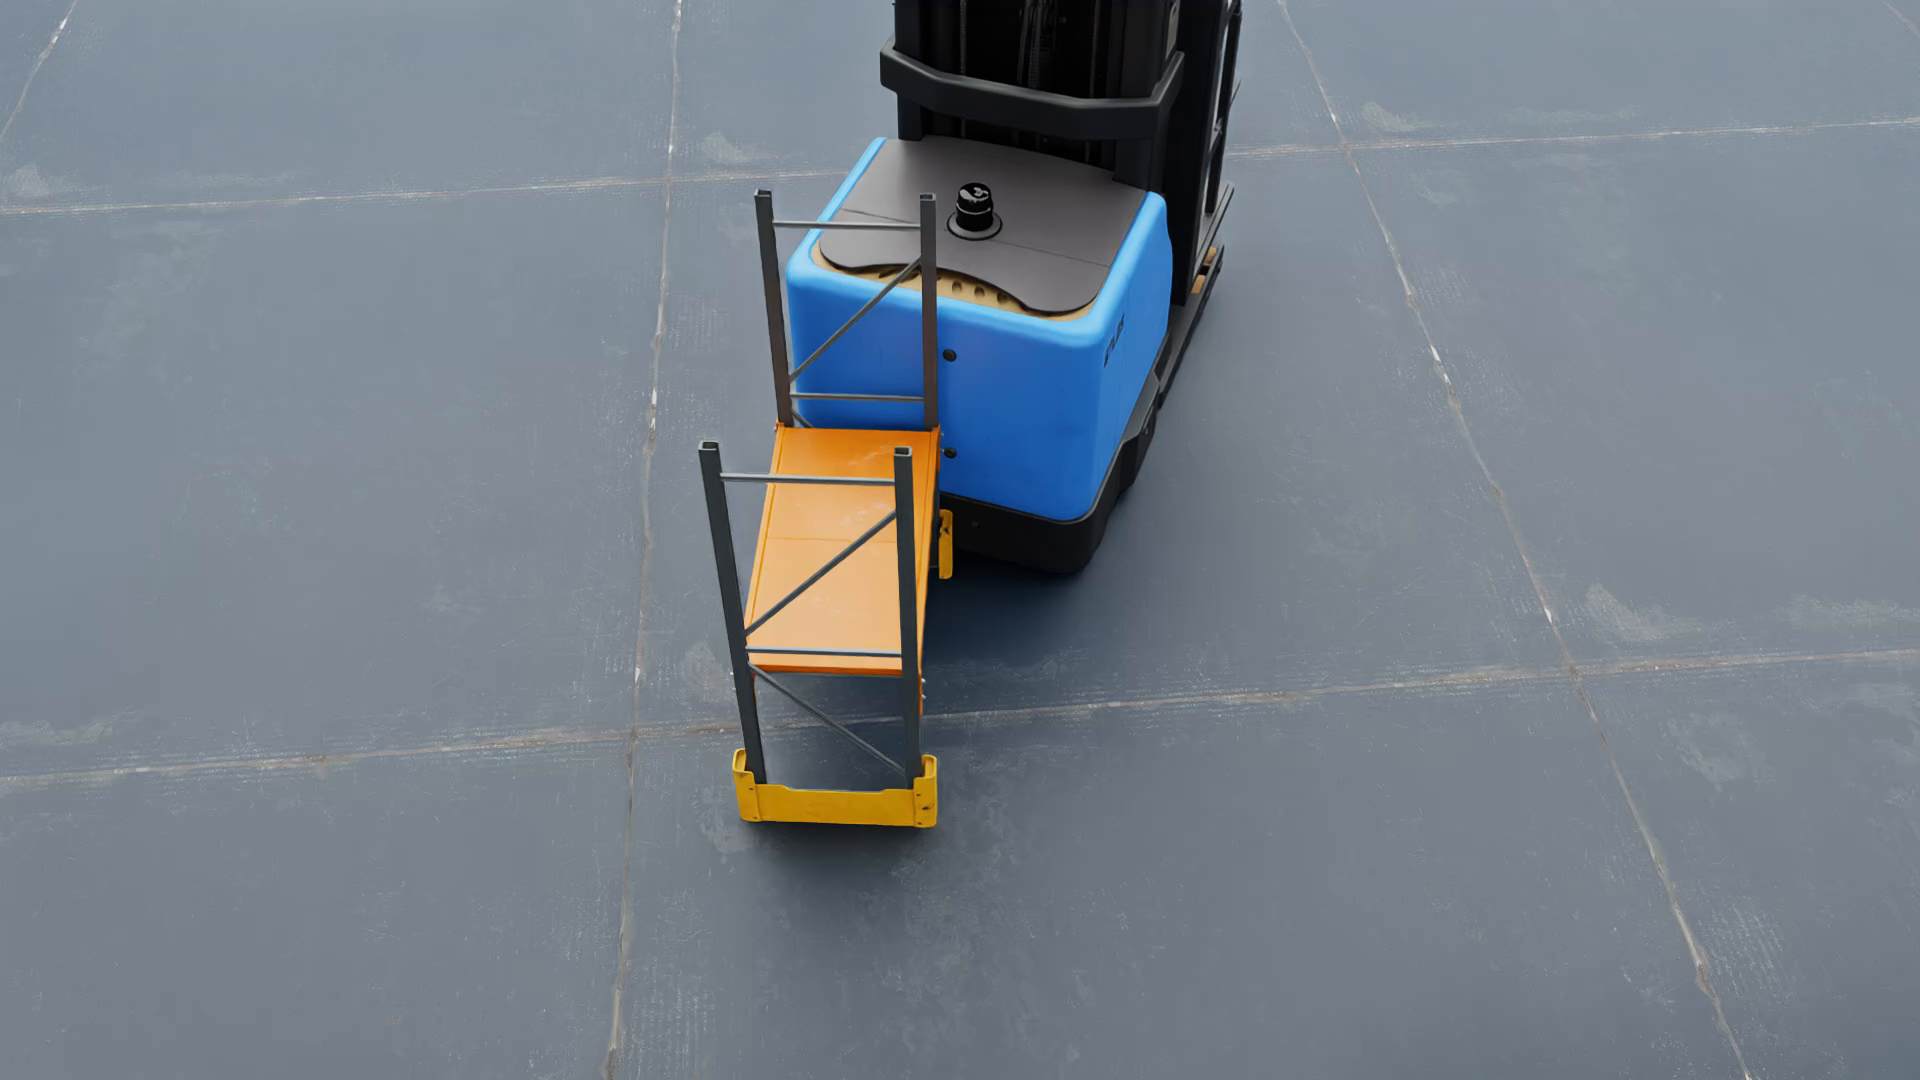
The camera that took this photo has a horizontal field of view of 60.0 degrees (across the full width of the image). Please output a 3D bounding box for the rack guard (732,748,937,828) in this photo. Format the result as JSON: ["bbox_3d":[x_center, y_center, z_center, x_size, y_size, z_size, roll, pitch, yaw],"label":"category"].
[{"bbox_3d":[-0.362,0.730,4.887,0.587,0.250,0.087,2,47,2],"label":"rack guard"}]

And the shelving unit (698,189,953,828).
[{"bbox_3d":[-0.340,-0.061,4.775,0.587,1.500,1.083,2,47,2],"label":"shelving unit"}]

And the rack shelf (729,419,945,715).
[{"bbox_3d":[-0.339,0.056,4.912,0.538,0.185,1.000,2,47,2],"label":"rack shelf"}]

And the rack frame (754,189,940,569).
[{"bbox_3d":[-0.317,-0.437,5.131,0.500,1.500,0.032,2,47,2],"label":"rack frame"}]

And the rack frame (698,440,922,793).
[{"bbox_3d":[-0.362,0.301,4.432,0.500,1.500,0.032,2,47,2],"label":"rack frame"}]

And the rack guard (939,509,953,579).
[{"bbox_3d":[-0.318,0.007,5.571,0.587,0.250,0.087,2,47,2],"label":"rack guard"}]

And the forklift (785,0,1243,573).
[{"bbox_3d":[0.422,-1.988,5.614,1.130,2.935,3.031,15,48,13],"label":"forklift"}]
